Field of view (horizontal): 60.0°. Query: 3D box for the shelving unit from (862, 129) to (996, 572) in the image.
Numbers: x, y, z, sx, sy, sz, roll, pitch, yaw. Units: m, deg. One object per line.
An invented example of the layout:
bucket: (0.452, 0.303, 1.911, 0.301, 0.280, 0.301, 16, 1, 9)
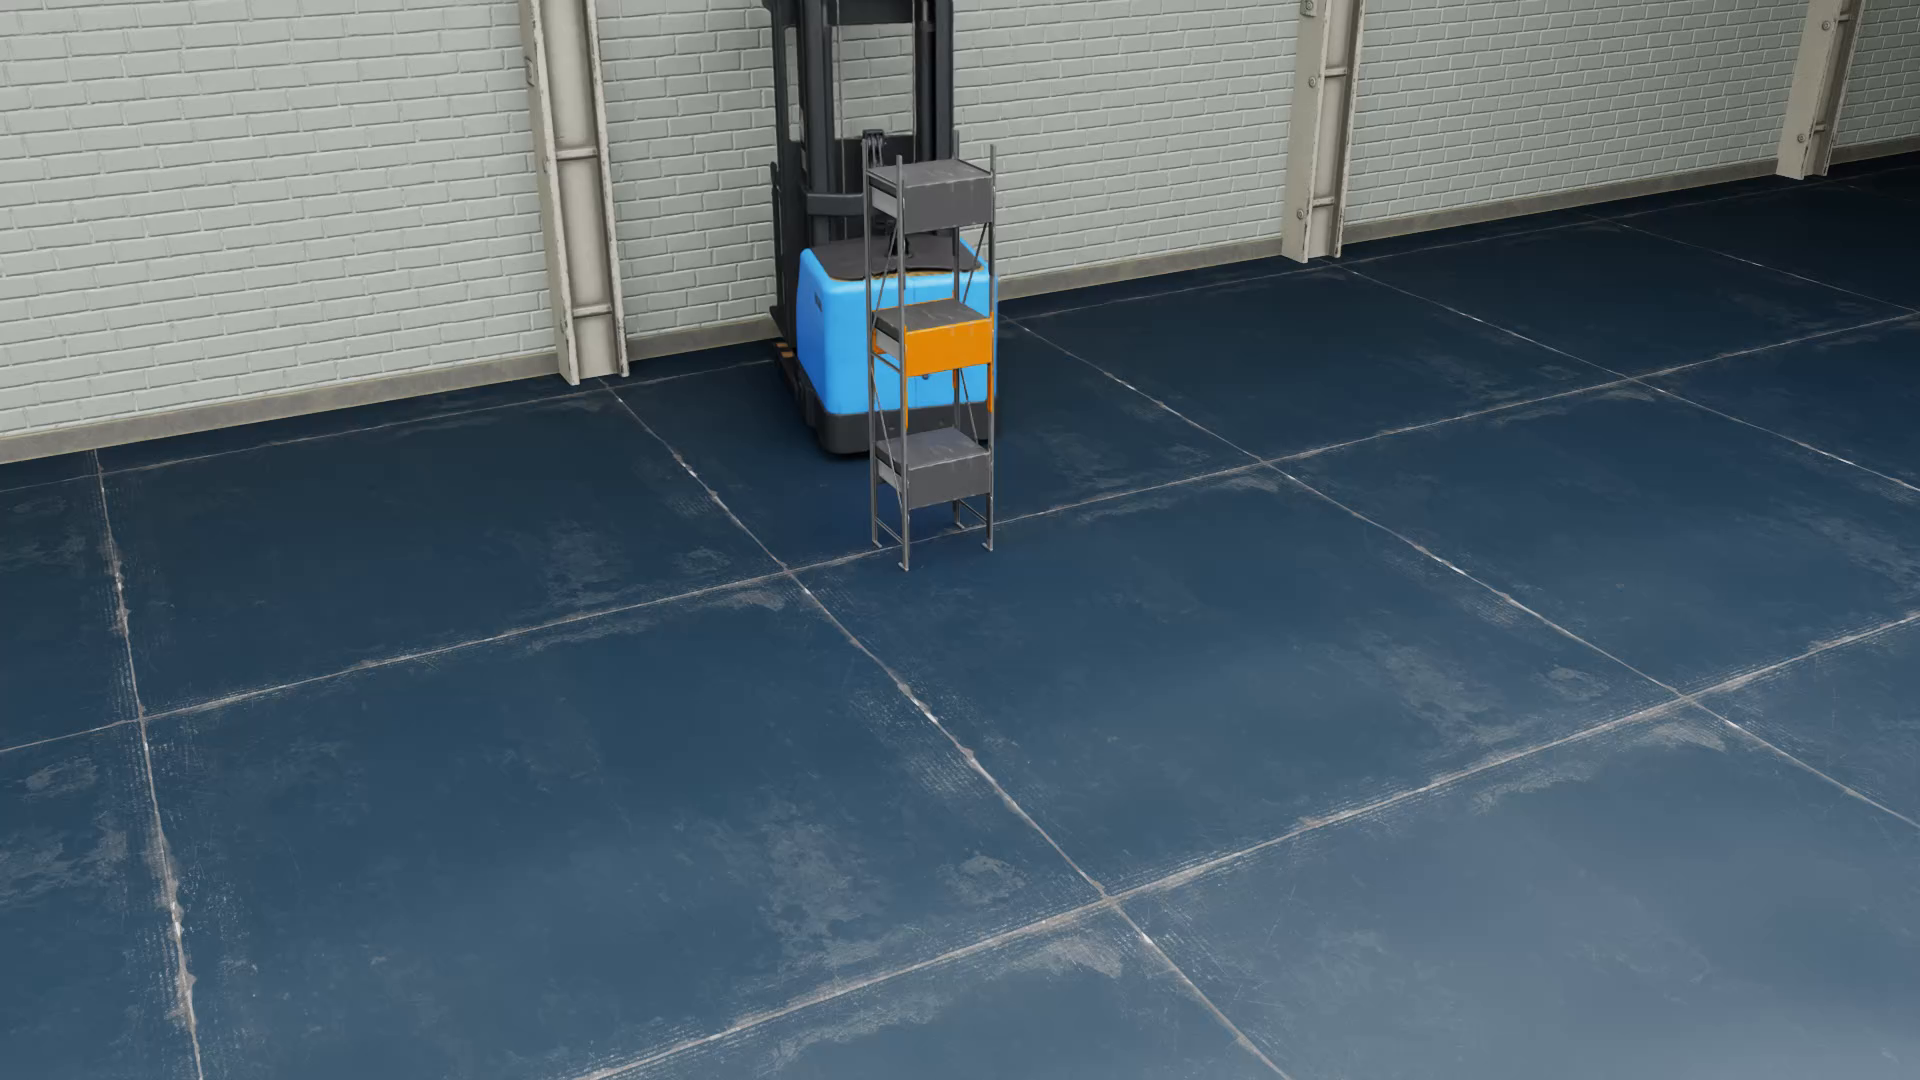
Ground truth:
shelving unit: (-0.146, -0.913, 8.225, 0.503, 2.100, 0.431, -13, 29, -25)

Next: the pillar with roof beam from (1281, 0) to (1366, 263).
pillar with roof beam: (4.887, -4.743, 8.231, 0.400, 9.000, 9.100, -13, 29, -25)

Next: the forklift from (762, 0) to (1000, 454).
forklift: (-0.640, -2.437, 10.439, 1.130, 2.935, 3.031, -7, 26, -13)

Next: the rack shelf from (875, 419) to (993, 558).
rack shelf: (-0.146, -0.270, 8.534, 0.480, 0.518, 0.431, -13, 29, -25)

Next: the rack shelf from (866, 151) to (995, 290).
rack shelf: (-0.146, -1.532, 7.928, 0.480, 0.518, 0.431, -13, 29, -25)

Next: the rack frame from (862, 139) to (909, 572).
rack frame: (-0.361, -0.863, 8.122, 0.015, 2.100, 0.400, -13, 29, -25)

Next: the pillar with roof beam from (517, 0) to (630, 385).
pillar with roof beam: (-0.407, -3.521, 5.686, 0.400, 9.000, 9.100, -13, 29, -25)

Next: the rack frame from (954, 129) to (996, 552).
rack frame: (0.069, -0.963, 8.329, 0.015, 2.100, 0.400, -13, 29, -25)

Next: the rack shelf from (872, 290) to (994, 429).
rack shelf: (-0.146, -0.901, 8.231, 0.480, 0.518, 0.431, -13, 29, -25)

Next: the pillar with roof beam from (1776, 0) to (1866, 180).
pillar with roof beam: (10.181, -5.965, 10.776, 0.400, 9.000, 9.100, -13, 29, -25)
